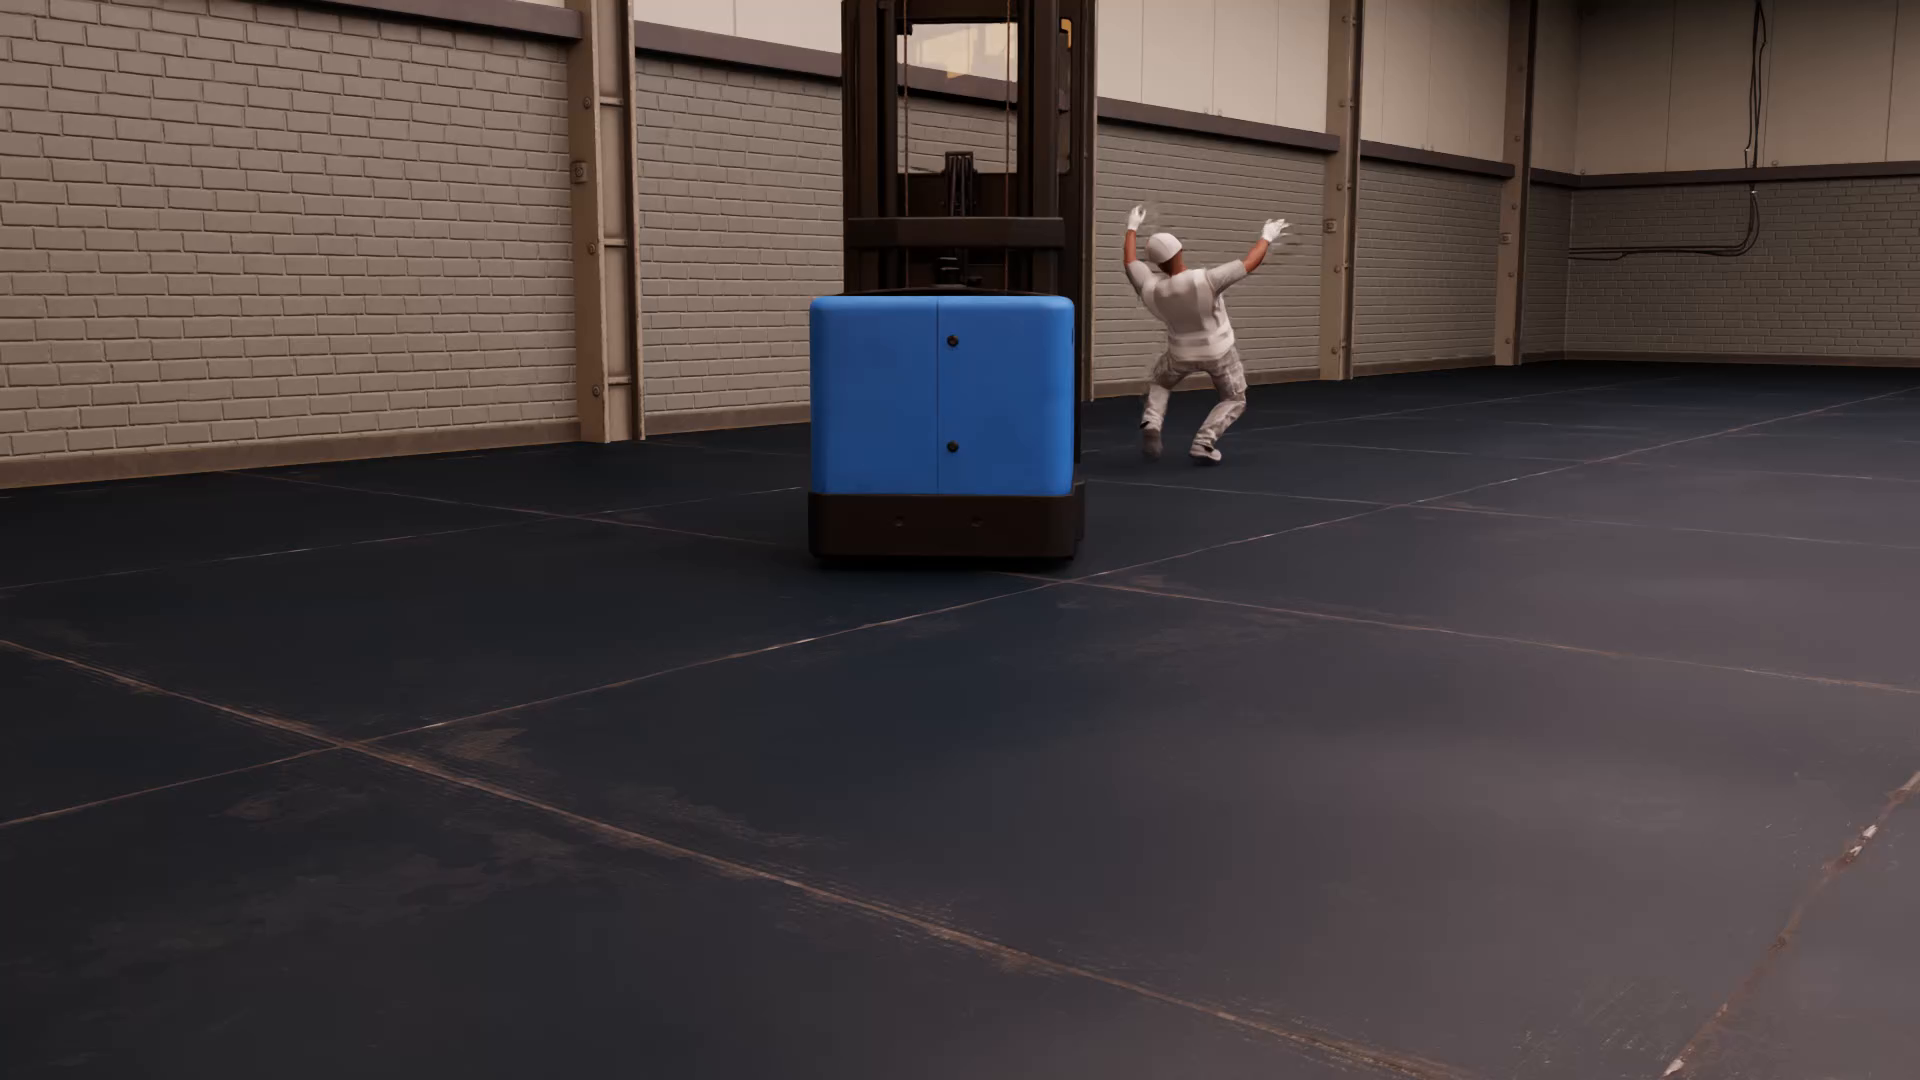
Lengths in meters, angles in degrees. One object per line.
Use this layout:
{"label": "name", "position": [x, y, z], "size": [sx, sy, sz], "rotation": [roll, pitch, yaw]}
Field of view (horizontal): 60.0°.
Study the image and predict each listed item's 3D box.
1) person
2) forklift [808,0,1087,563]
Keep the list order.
{"label": "person", "position": [1.514, -1.329, 10.698], "size": [1.044, 1.671, 0.732], "rotation": [4, 9, 25]}
{"label": "forklift", "position": [0.036, -1.534, 7.764], "size": [1.130, 2.935, 3.031], "rotation": [1, 8, 5]}
